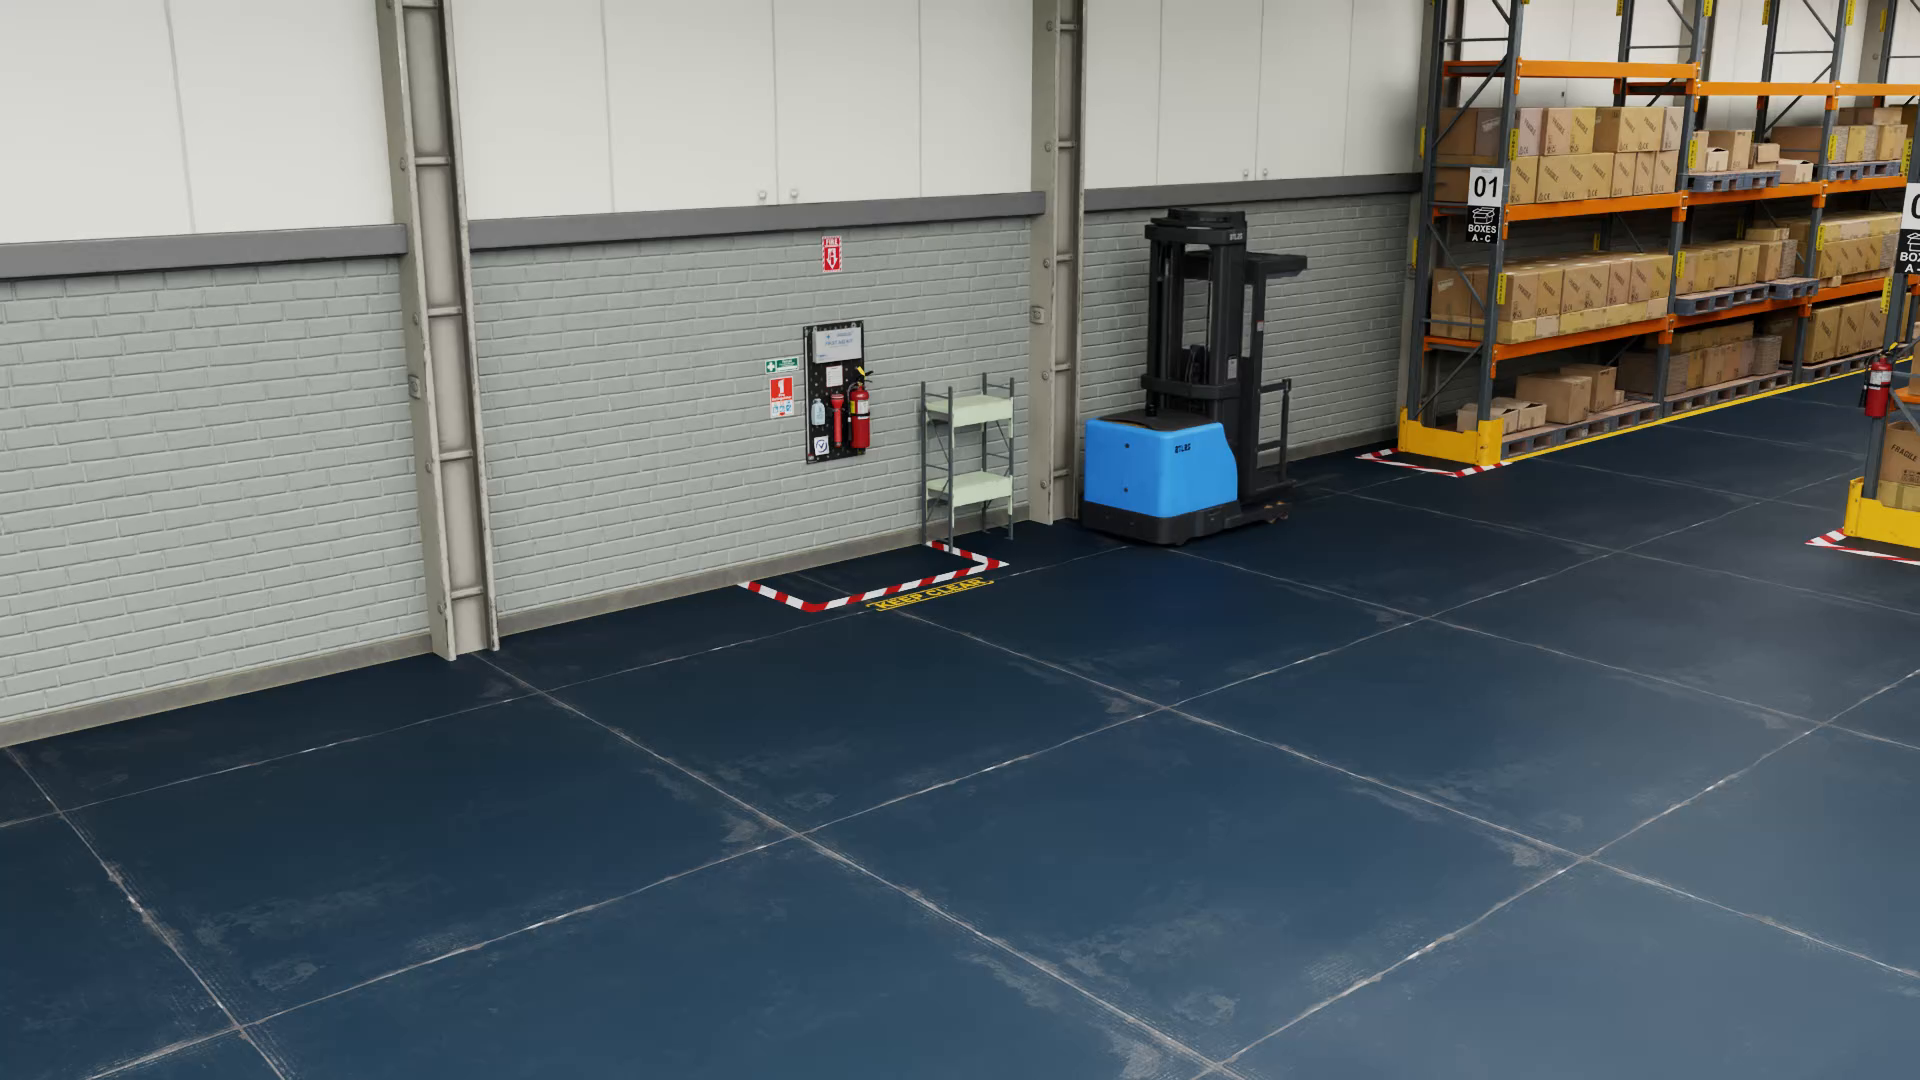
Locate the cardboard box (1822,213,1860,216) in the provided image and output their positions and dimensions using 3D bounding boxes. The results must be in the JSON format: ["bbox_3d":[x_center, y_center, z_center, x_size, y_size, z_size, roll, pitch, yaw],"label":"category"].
[{"bbox_3d":[13.228,-4.780,25.071,0.500,0.250,0.500,-14,20,-41],"label":"cardboard box"}]

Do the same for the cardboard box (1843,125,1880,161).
[{"bbox_3d":[12.978,-5.822,24.376,0.500,0.500,0.700,-13,20,-39],"label":"cardboard box"}]

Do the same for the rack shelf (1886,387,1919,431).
[{"bbox_3d":[10.222,-1.414,16.125,4.000,0.370,1.077,-13,19,-39],"label":"rack shelf"}]

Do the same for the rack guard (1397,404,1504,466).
[{"bbox_3d":[5.516,-1.192,18.742,0.348,0.500,1.175,-13,19,-39],"label":"rack guard"}]

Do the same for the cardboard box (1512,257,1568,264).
[{"bbox_3d":[6.828,-3.064,19.708,0.500,0.500,0.500,-12,19,-39],"label":"cardboard box"}]

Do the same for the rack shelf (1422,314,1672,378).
[{"bbox_3d":[6.968,-2.378,19.733,4.000,0.370,1.077,-13,19,-39],"label":"rack shelf"}]

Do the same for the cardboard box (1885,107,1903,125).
[{"bbox_3d":[13.762,-6.368,24.966,0.500,0.250,0.500,-11,18,-35],"label":"cardboard box"}]

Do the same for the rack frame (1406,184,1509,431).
[{"bbox_3d":[5.459,-2.386,18.371,0.127,3.000,1.000,-13,19,-39],"label":"rack frame"}]

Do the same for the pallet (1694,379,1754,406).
[{"bbox_3d":[9.984,-2.057,22.541,1.213,0.211,1.003,-13,19,-39],"label":"pallet"}]

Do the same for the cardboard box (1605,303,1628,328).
[{"bbox_3d":[7.568,-2.691,19.763,0.500,0.250,0.500,-13,20,-40],"label":"cardboard box"}]

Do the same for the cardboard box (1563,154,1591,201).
[{"bbox_3d":[6.693,-4.074,18.645,0.500,0.500,0.500,-12,19,-37],"label":"cardboard box"}]

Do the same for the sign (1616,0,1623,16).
[{"bbox_3d":[8.108,-6.597,20.394,0.005,0.325,0.100,-13,19,-39],"label":"sign"}]

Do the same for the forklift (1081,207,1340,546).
[{"bbox_3d":[2.546,-1.665,15.806,3.031,2.935,1.130,-14,20,-42],"label":"forklift"}]

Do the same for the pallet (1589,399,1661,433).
[{"bbox_3d":[7.993,-1.596,20.816,1.213,0.211,1.003,-13,19,-39],"label":"pallet"}]

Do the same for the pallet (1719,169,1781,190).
[{"bbox_3d":[9.792,-4.683,21.519,1.003,0.211,1.213,-13,19,-39],"label":"pallet"}]

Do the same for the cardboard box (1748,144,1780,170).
[{"bbox_3d":[10.455,-5.049,22.287,0.637,0.503,0.797,-9,18,-32],"label":"cardboard box"}]

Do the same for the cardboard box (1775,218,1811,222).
[{"bbox_3d":[12.059,-4.520,24.097,0.500,0.250,0.500,-13,20,-41],"label":"cardboard box"}]

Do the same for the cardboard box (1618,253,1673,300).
[{"bbox_3d":[8.323,-3.223,20.303,0.500,0.500,0.500,-13,20,-39],"label":"cardboard box"}]

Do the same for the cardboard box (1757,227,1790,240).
[{"bbox_3d":[11.253,-4.252,23.051,0.380,0.149,0.250,13,20,40],"label":"cardboard box"}]

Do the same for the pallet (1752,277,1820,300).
[{"bbox_3d":[11.026,-3.507,22.940,1.003,0.211,1.213,-13,19,-39],"label":"pallet"}]

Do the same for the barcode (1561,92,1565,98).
[{"bbox_3d":[7.146,-5.279,19.708,0.075,0.075,0.001,-13,19,-39],"label":"barcode"}]

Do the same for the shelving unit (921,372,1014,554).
[{"bbox_3d":[0.070,-0.702,14.973,0.755,1.500,0.431,-13,20,-40],"label":"shelving unit"}]

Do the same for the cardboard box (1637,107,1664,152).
[{"bbox_3d":[7.868,-4.821,19.504,0.500,0.500,0.500,-11,19,-36],"label":"cardboard box"}]

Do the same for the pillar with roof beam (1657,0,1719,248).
[{"bbox_3d":[12.771,-5.750,19.339,0.400,9.000,9.100,-13,19,-39],"label":"pillar with roof beam"}]

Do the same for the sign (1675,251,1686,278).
[{"bbox_3d":[8.838,-3.378,20.406,0.005,0.325,0.100,-13,19,-39],"label":"sign"}]

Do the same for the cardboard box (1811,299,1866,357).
[{"bbox_3d":[12.800,-3.152,24.590,0.750,0.750,0.750,-13,20,-40],"label":"cardboard box"}]

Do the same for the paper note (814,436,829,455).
[{"bbox_3d":[-1.175,-0.804,14.153,0.142,0.148,0.016,-13,19,-39],"label":"paper note"}]

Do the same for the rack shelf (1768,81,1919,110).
[{"bbox_3d":[13.003,-6.438,24.084,4.000,0.370,1.077,-13,19,-39],"label":"rack shelf"}]

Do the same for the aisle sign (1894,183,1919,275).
[{"bbox_3d":[8.471,-2.725,14.600,0.004,0.787,0.394,-13,19,-39],"label":"aisle sign"}]

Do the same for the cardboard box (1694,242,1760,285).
[{"bbox_3d":[10.221,-3.705,22.264,0.500,0.500,0.700,-13,19,-39],"label":"cardboard box"}]

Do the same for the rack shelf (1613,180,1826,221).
[{"bbox_3d":[9.985,-4.504,21.882,4.000,0.370,1.077,-13,19,-39],"label":"rack shelf"}]

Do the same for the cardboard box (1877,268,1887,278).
[{"bbox_3d":[13.654,-4.028,24.965,0.250,0.149,0.380,-13,19,-39],"label":"cardboard box"}]

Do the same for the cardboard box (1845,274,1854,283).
[{"bbox_3d":[12.847,-3.864,24.351,0.250,0.149,0.380,-12,19,-39],"label":"cardboard box"}]

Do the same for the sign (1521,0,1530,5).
[{"bbox_3d":[5.815,-5.669,17.071,0.005,0.325,0.100,-13,19,-39],"label":"sign"}]

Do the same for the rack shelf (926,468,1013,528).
[{"bbox_3d":[0.070,-0.387,15.057,0.720,0.370,0.431,-13,20,-40],"label":"rack shelf"}]

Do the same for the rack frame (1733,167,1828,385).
[{"bbox_3d":[11.494,-3.742,23.445,0.127,3.000,1.000,-13,19,-39],"label":"rack frame"}]

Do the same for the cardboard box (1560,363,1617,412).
[{"bbox_3d":[7.720,-1.885,20.487,0.500,0.500,0.500,14,21,43],"label":"cardboard box"}]

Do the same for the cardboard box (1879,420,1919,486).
[{"bbox_3d":[8.923,-0.808,15.524,0.500,0.500,0.500,-13,19,-39],"label":"cardboard box"}]

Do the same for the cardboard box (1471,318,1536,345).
[{"bbox_3d":[6.036,-2.344,18.466,0.500,0.250,0.500,-13,20,-41],"label":"cardboard box"}]

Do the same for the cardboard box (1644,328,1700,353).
[{"bbox_3d":[9.351,-2.634,21.838,0.500,0.250,0.500,-13,20,-41],"label":"cardboard box"}]

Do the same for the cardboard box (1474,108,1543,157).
[{"bbox_3d":[5.909,-4.395,17.907,0.500,0.500,0.500,14,21,43],"label":"cardboard box"}]

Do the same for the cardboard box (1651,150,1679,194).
[{"bbox_3d":[8.256,-4.437,20.003,0.500,0.500,0.500,-12,19,-38],"label":"cardboard box"}]

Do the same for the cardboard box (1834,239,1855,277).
[{"bbox_3d":[12.430,-4.063,23.838,0.500,0.500,0.500,-12,19,-38],"label":"cardboard box"}]

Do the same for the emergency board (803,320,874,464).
[{"bbox_3d":[-0.996,-1.246,14.101,0.643,1.169,0.194,-13,19,-39],"label":"emergency board"}]

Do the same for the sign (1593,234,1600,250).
[{"bbox_3d":[8.109,-3.731,21.161,0.005,0.325,0.100,-13,19,-39],"label":"sign"}]

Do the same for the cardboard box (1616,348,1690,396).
[{"bbox_3d":[9.021,-2.197,21.653,0.500,0.500,0.700,-12,19,-38],"label":"cardboard box"}]

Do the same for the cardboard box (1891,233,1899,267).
[{"bbox_3d":[13.950,-4.405,25.121,0.500,0.500,0.500,-12,19,-39],"label":"cardboard box"}]

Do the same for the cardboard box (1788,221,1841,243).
[{"bbox_3d":[12.027,-4.337,23.413,0.500,0.250,0.500,-12,19,-38],"label":"cardboard box"}]

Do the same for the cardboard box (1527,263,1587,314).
[{"bbox_3d":[6.790,-2.876,19.004,0.500,0.500,0.500,-13,20,-41],"label":"cardboard box"}]

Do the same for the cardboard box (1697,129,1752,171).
[{"bbox_3d":[9.872,-5.050,21.525,0.500,0.500,0.500,-14,20,-41],"label":"cardboard box"}]

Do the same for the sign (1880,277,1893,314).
[{"bbox_3d":[8.368,-2.204,14.988,0.005,0.325,0.100,-13,19,-39],"label":"sign"}]

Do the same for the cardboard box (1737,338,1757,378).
[{"bbox_3d":[10.520,-2.550,22.974,0.500,0.500,0.700,-13,20,-39],"label":"cardboard box"}]
